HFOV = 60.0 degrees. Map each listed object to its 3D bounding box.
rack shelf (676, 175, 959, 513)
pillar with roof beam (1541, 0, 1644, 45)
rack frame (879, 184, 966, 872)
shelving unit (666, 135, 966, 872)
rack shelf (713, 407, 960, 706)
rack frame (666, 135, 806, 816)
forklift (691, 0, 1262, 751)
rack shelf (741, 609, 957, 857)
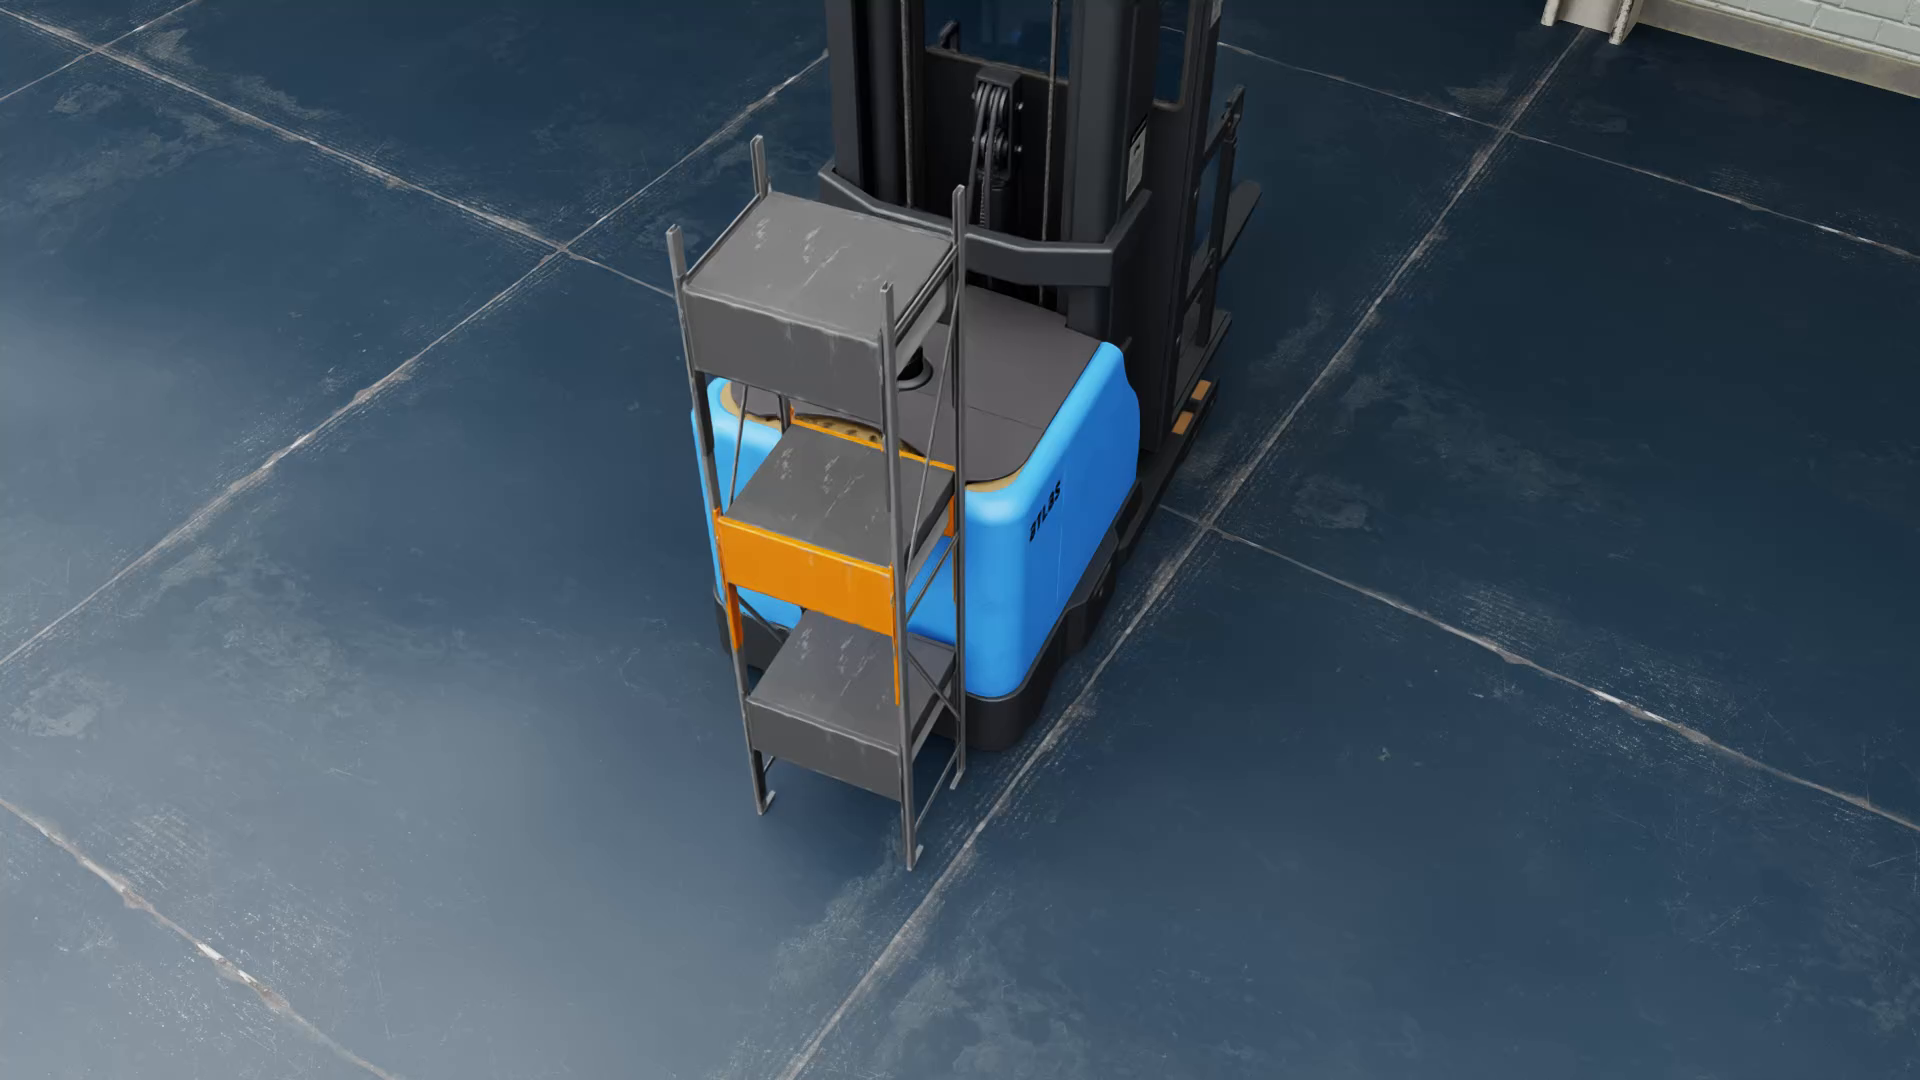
[{"bbox_3d":[-0.298,-0.444,3.758,0.480,0.518,0.431,17,49,16],"label":"rack shelf"},{"bbox_3d":[0.801,-3.113,2.500,0.400,9.000,9.100,25,51,22],"label":"pillar with roof beam"},{"bbox_3d":[-0.072,0.100,4.186,0.015,2.100,0.400,17,49,16],"label":"rack frame"},{"bbox_3d":[-0.296,0.031,4.253,0.503,2.100,0.431,17,49,16],"label":"shelving unit"},{"bbox_3d":[-0.295,0.040,4.263,0.480,0.518,0.431,17,49,16],"label":"rack shelf"},{"bbox_3d":[-0.519,-0.039,4.321,0.015,2.100,0.400,17,49,16],"label":"rack frame"},{"bbox_3d":[0.307,-1.451,5.116,1.130,2.935,3.031,18,49,17],"label":"forklift"},{"bbox_3d":[-0.293,0.525,4.769,0.480,0.518,0.431,17,49,16],"label":"rack shelf"}]
